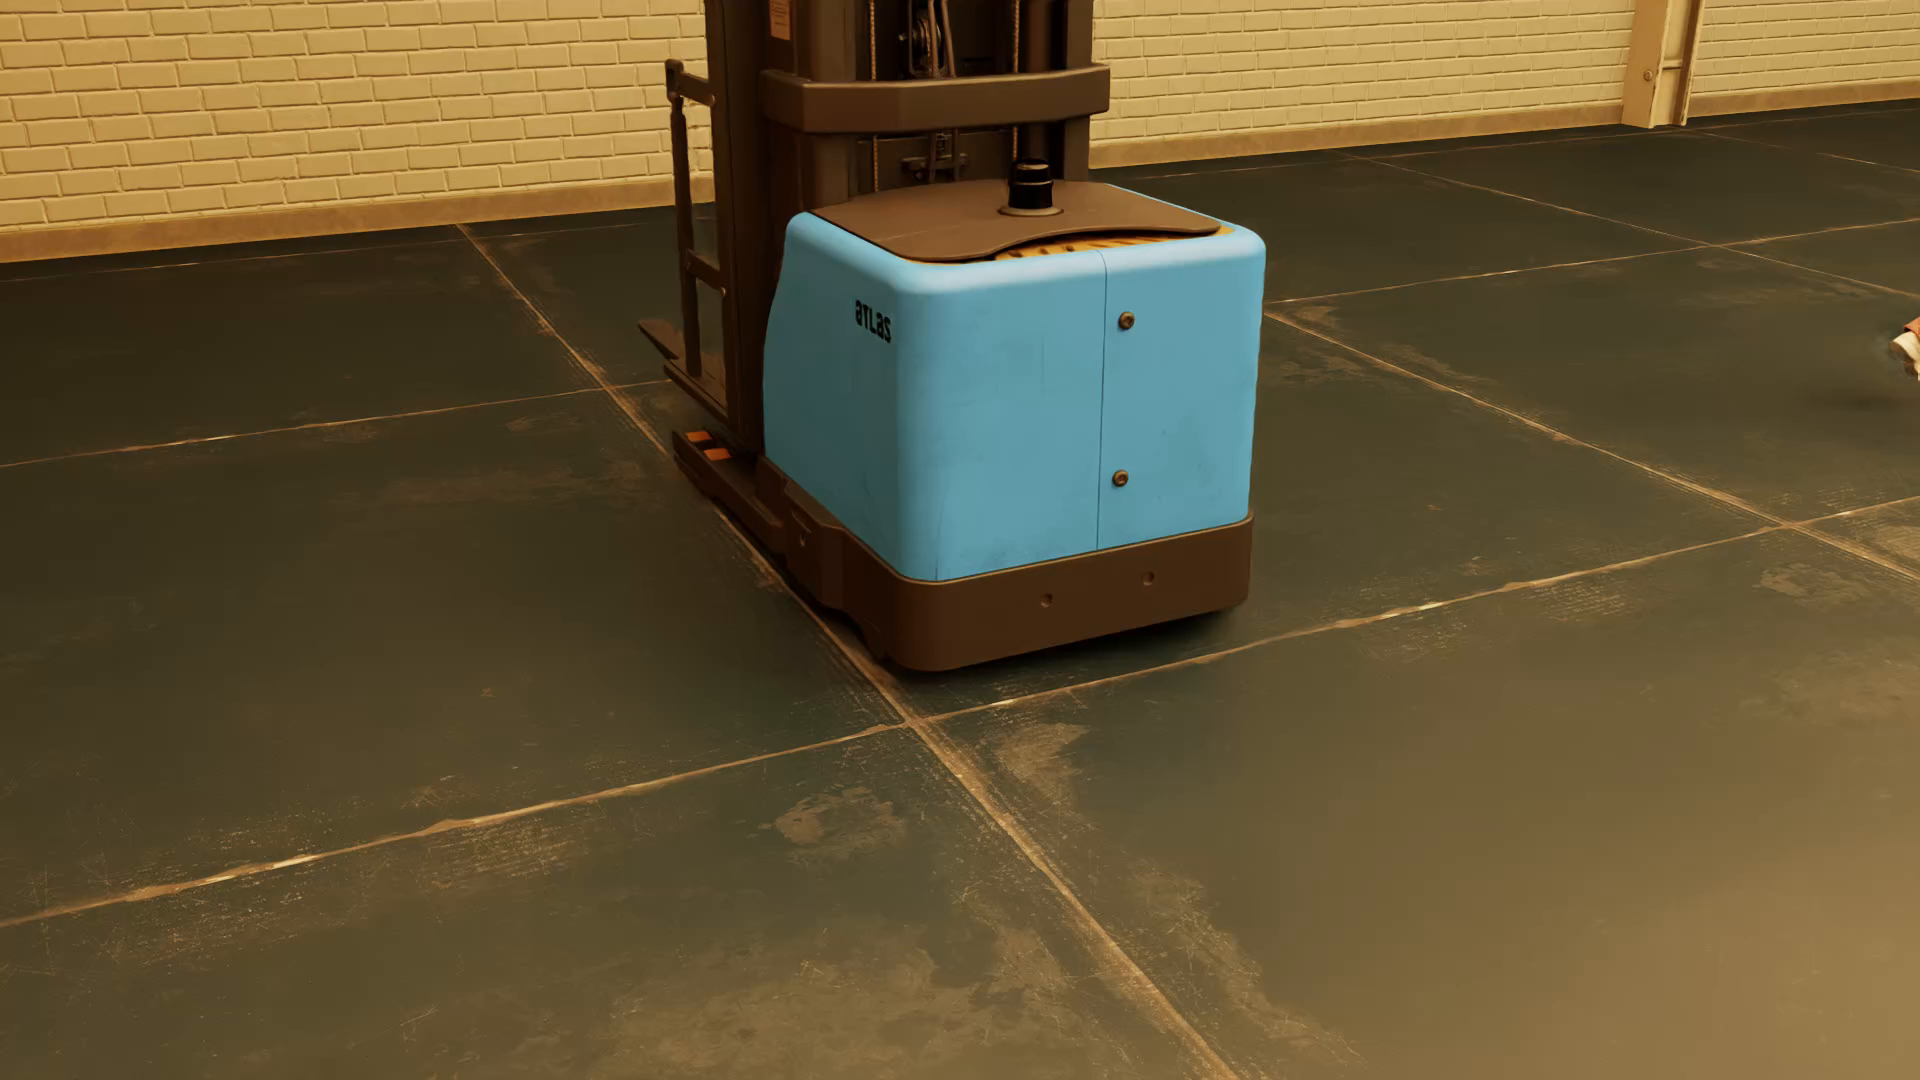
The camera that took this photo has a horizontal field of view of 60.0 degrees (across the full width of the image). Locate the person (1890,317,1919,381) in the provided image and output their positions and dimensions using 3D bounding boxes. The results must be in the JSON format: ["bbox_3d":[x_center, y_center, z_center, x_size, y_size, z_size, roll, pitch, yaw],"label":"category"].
[{"bbox_3d":[3.923,-1.068,5.752,0.501,1.553,1.039,-10,25,-23],"label":"person"}]

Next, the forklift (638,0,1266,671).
[{"bbox_3d":[-0.314,-1.556,5.031,1.130,2.935,3.031,-11,25,-24],"label":"forklift"}]
